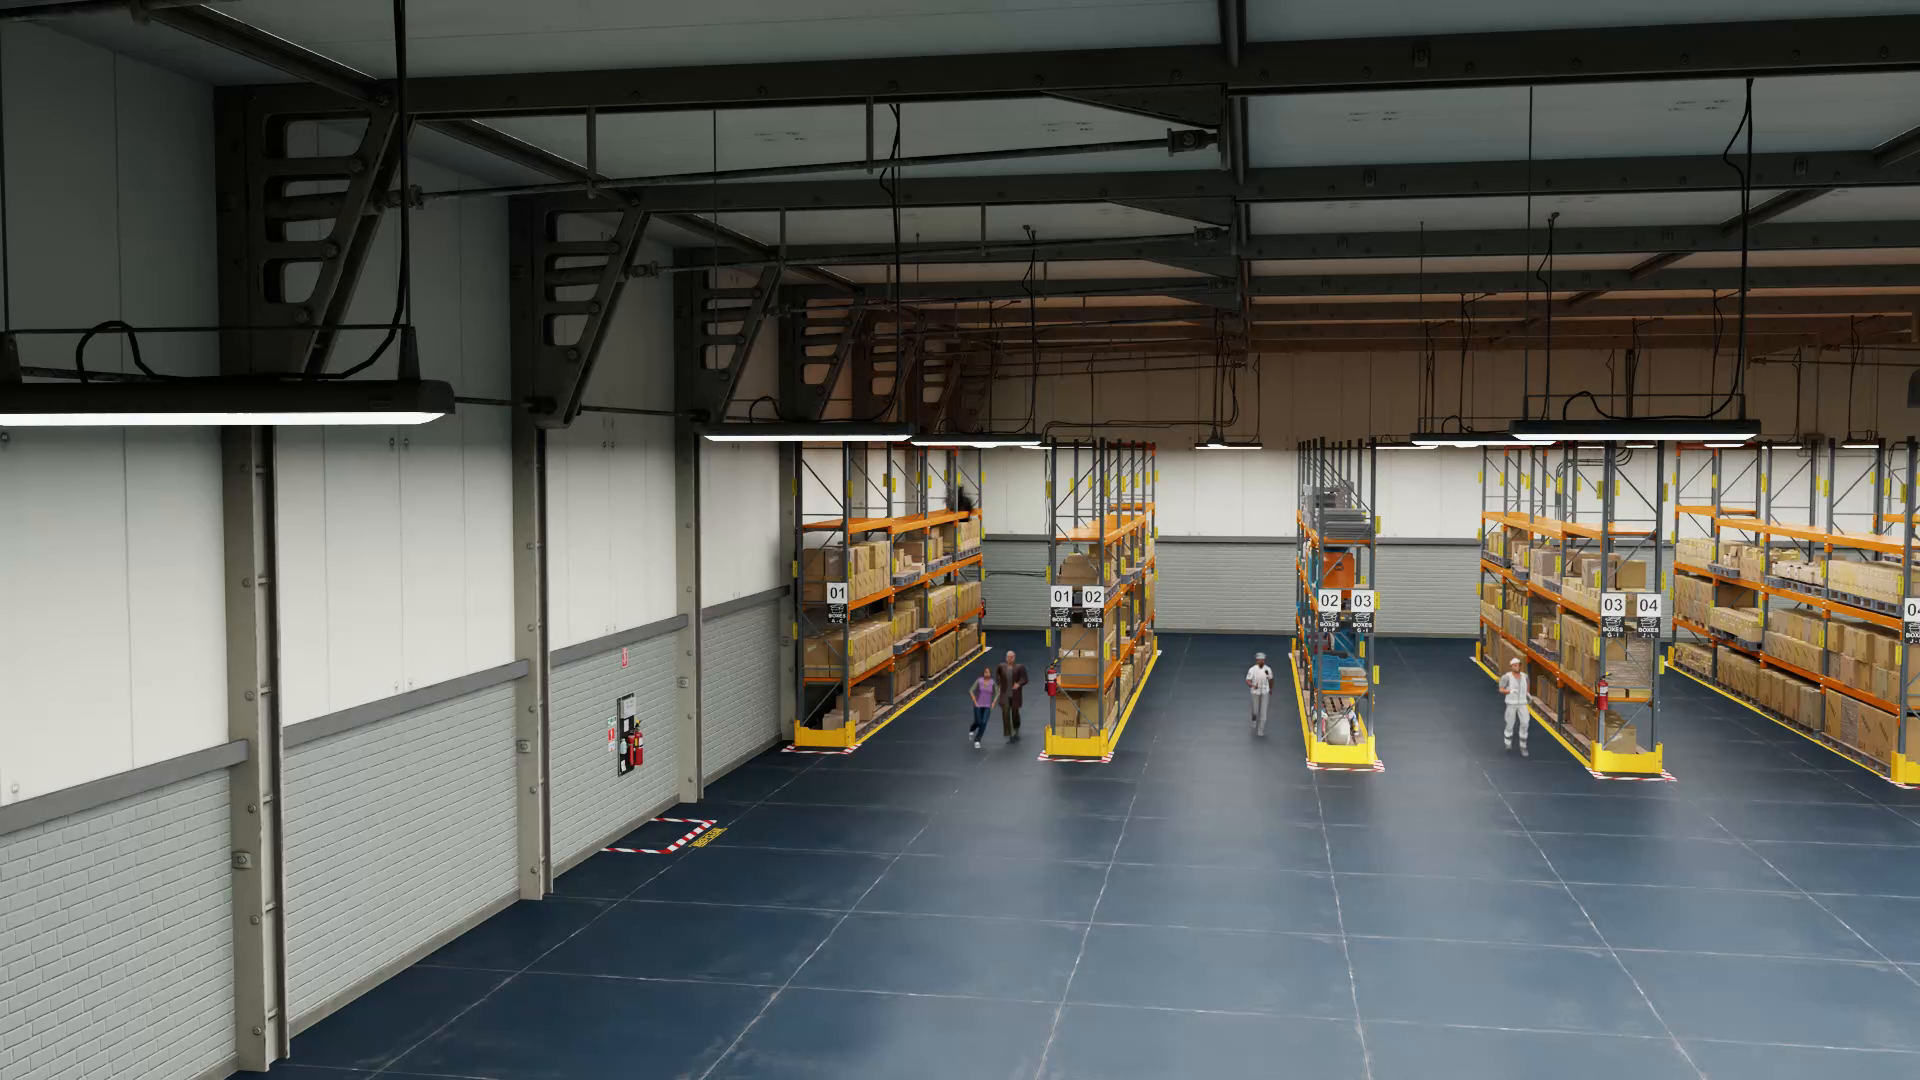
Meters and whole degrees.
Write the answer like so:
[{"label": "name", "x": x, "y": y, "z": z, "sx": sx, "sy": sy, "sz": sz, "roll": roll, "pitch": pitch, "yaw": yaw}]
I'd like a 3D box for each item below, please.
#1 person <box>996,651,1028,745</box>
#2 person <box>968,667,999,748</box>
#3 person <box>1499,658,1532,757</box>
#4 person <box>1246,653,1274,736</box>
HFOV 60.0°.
[{"label": "person", "x": 1.023, "y": 3.088, "z": 32.998, "sx": 0.664, "sy": 1.796, "sz": 1.034, "roll": 0, "pitch": 3, "yaw": 8}, {"label": "person", "x": 0.471, "y": 3.244, "z": 32.415, "sx": 0.581, "sy": 1.562, "sz": 0.536, "roll": 0, "pitch": 3, "yaw": -9}, {"label": "person", "x": 10.523, "y": 3.161, "z": 31.495, "sx": 0.665, "sy": 1.858, "sz": 0.725, "roll": 0, "pitch": 3, "yaw": 0}, {"label": "person", "x": 6.092, "y": 3.105, "z": 33.720, "sx": 0.578, "sy": 1.664, "sz": 0.684, "roll": 0, "pitch": 3, "yaw": 3}]
